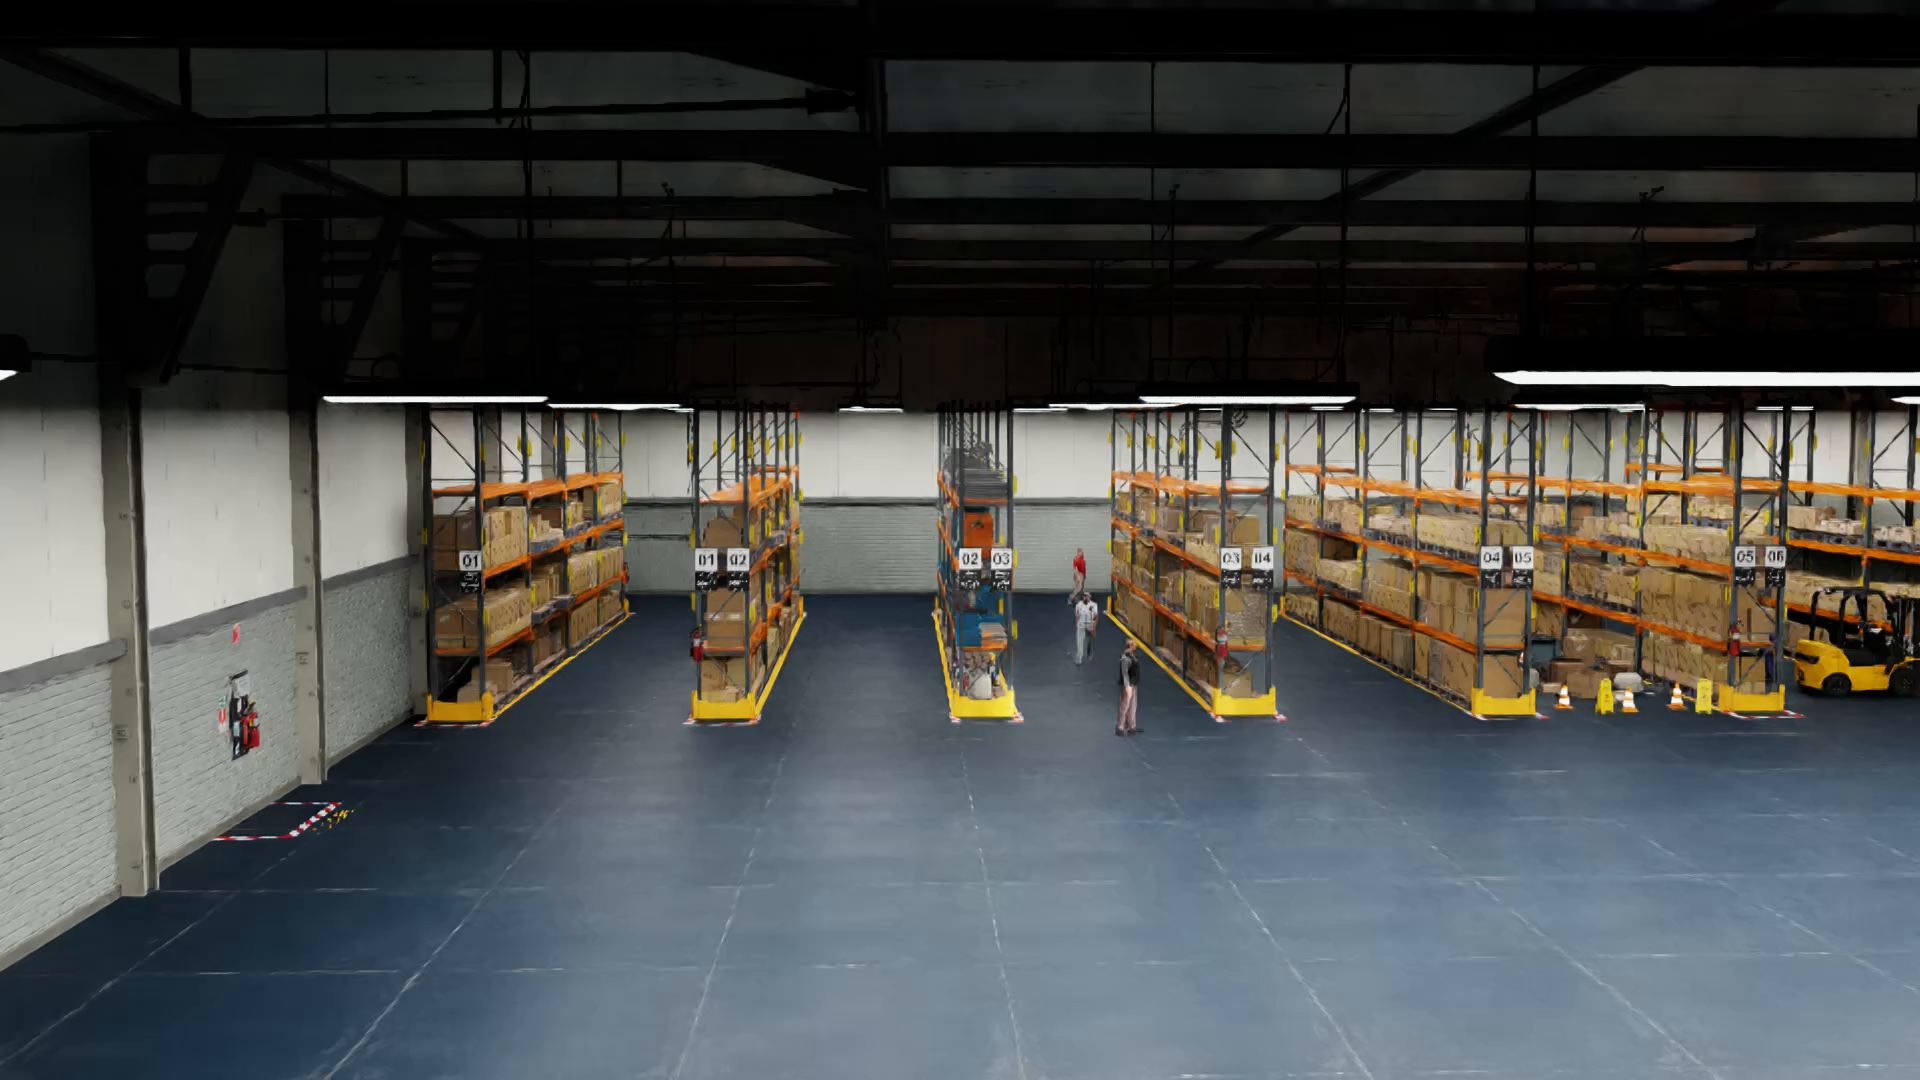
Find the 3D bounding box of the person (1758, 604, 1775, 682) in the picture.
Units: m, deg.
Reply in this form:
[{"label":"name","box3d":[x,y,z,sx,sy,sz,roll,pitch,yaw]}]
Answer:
[{"label":"person","box3d":[17.232,2.187,35.649,0.471,1.652,0.522,2,5,27]}]

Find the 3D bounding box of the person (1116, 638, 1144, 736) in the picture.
[{"label":"person","box3d":[3.010,2.602,29.597,0.429,1.726,0.615,2,5,21]}]

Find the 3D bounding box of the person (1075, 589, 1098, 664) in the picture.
[{"label":"person","box3d":[2.894,1.972,37.996,0.533,1.702,1.040,0,4,6]}]

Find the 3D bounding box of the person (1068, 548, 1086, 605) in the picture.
[{"label":"person","box3d":[3.493,1.095,49.514,0.500,1.718,0.712,2,5,25]}]
